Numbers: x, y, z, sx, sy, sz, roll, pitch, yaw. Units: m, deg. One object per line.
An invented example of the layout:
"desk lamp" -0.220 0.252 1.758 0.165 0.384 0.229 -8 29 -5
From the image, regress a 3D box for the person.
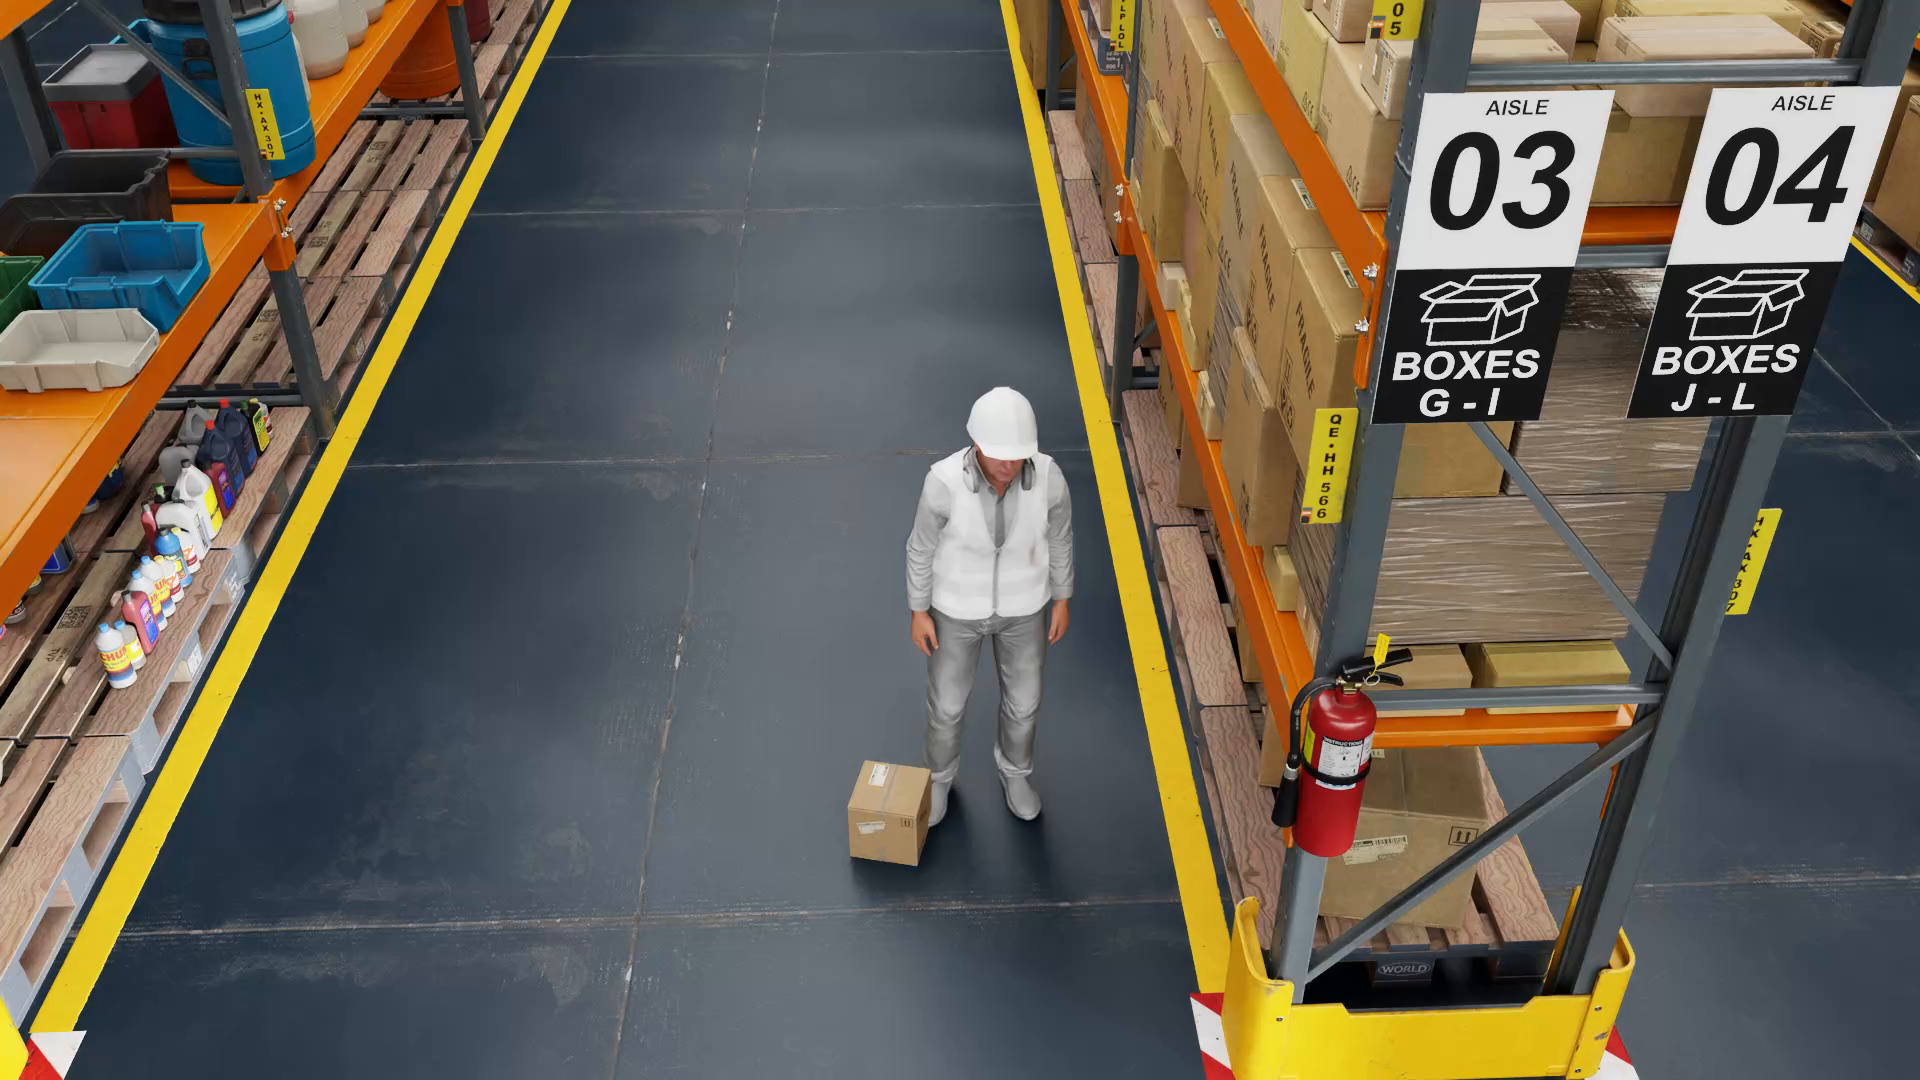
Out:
"person" 0.105 0.229 5.795 0.593 1.771 0.464 -4 35 -6
